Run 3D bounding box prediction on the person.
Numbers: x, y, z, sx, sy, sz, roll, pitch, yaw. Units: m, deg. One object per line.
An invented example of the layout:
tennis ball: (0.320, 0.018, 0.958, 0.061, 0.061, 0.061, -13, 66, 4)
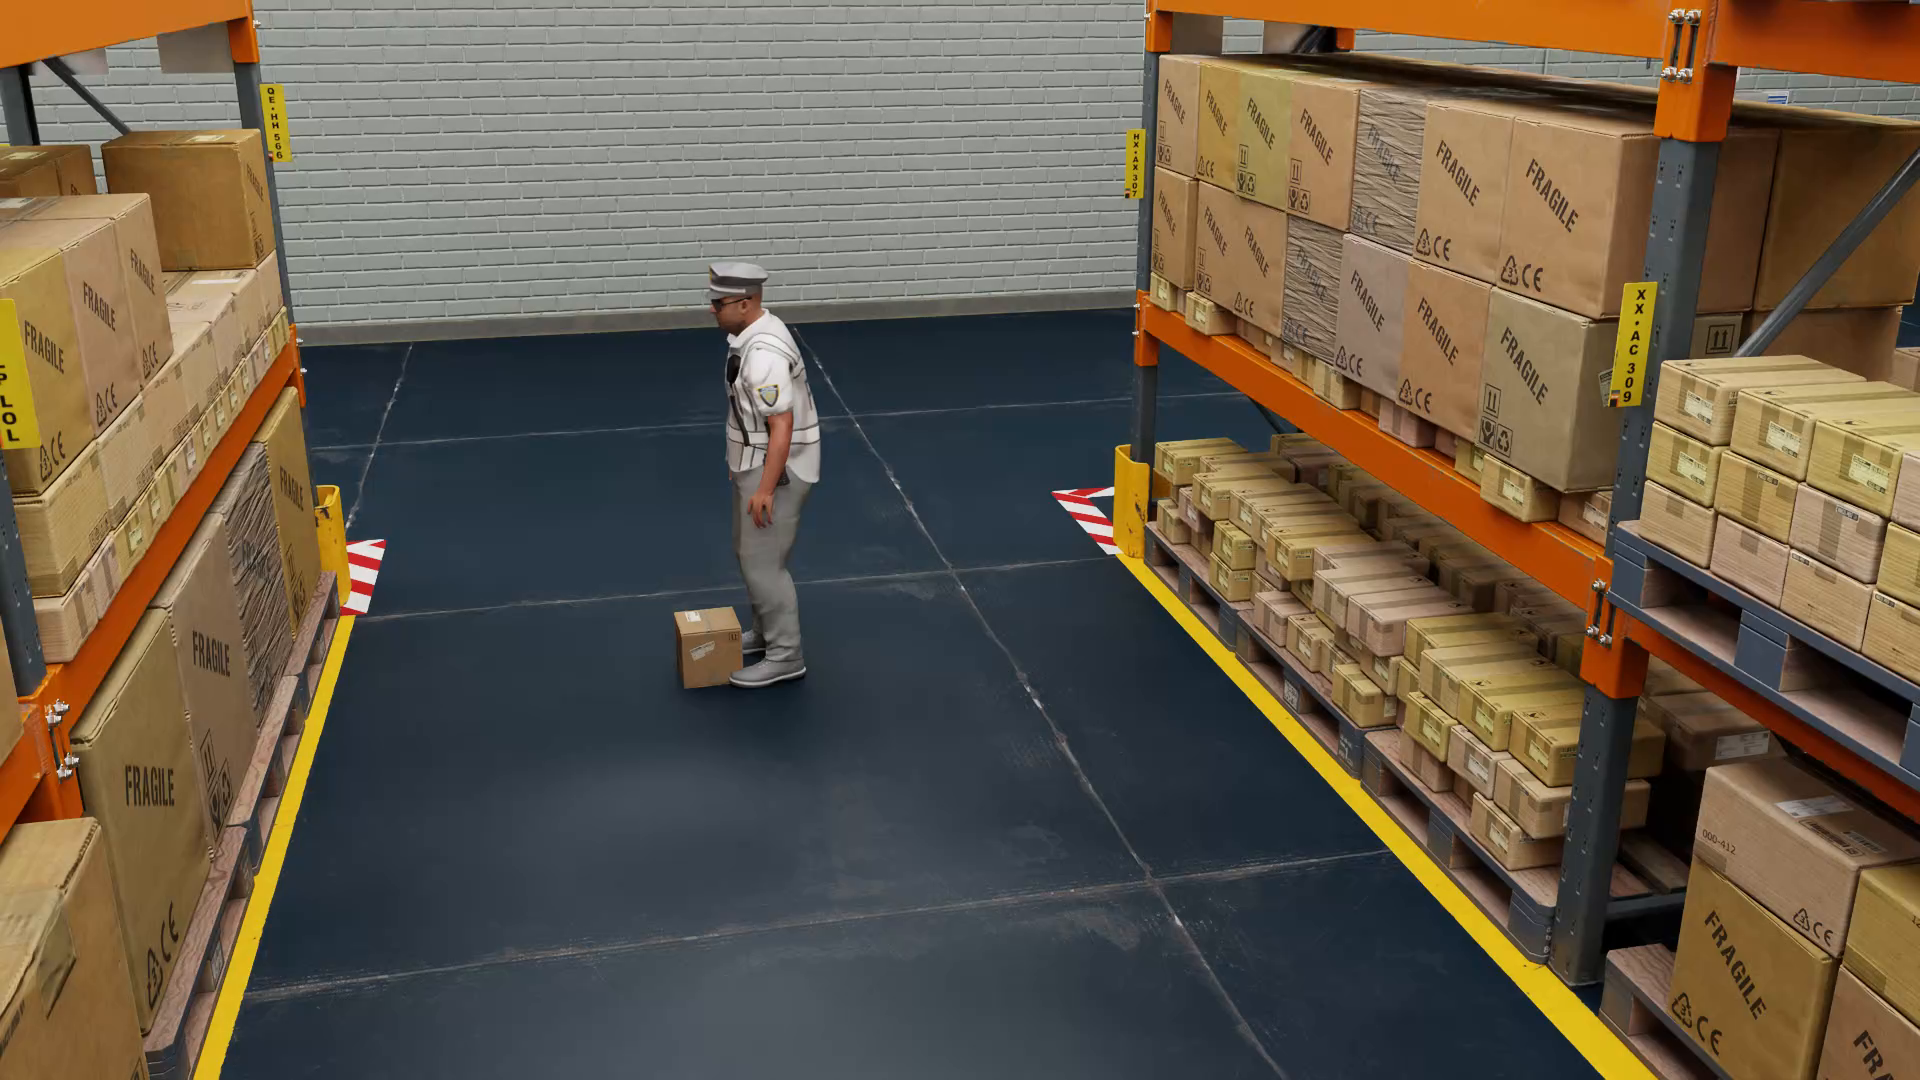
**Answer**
person: (-0.798, -0.277, 6.842, 0.432, 1.747, 0.597, -5, 20, -14)
